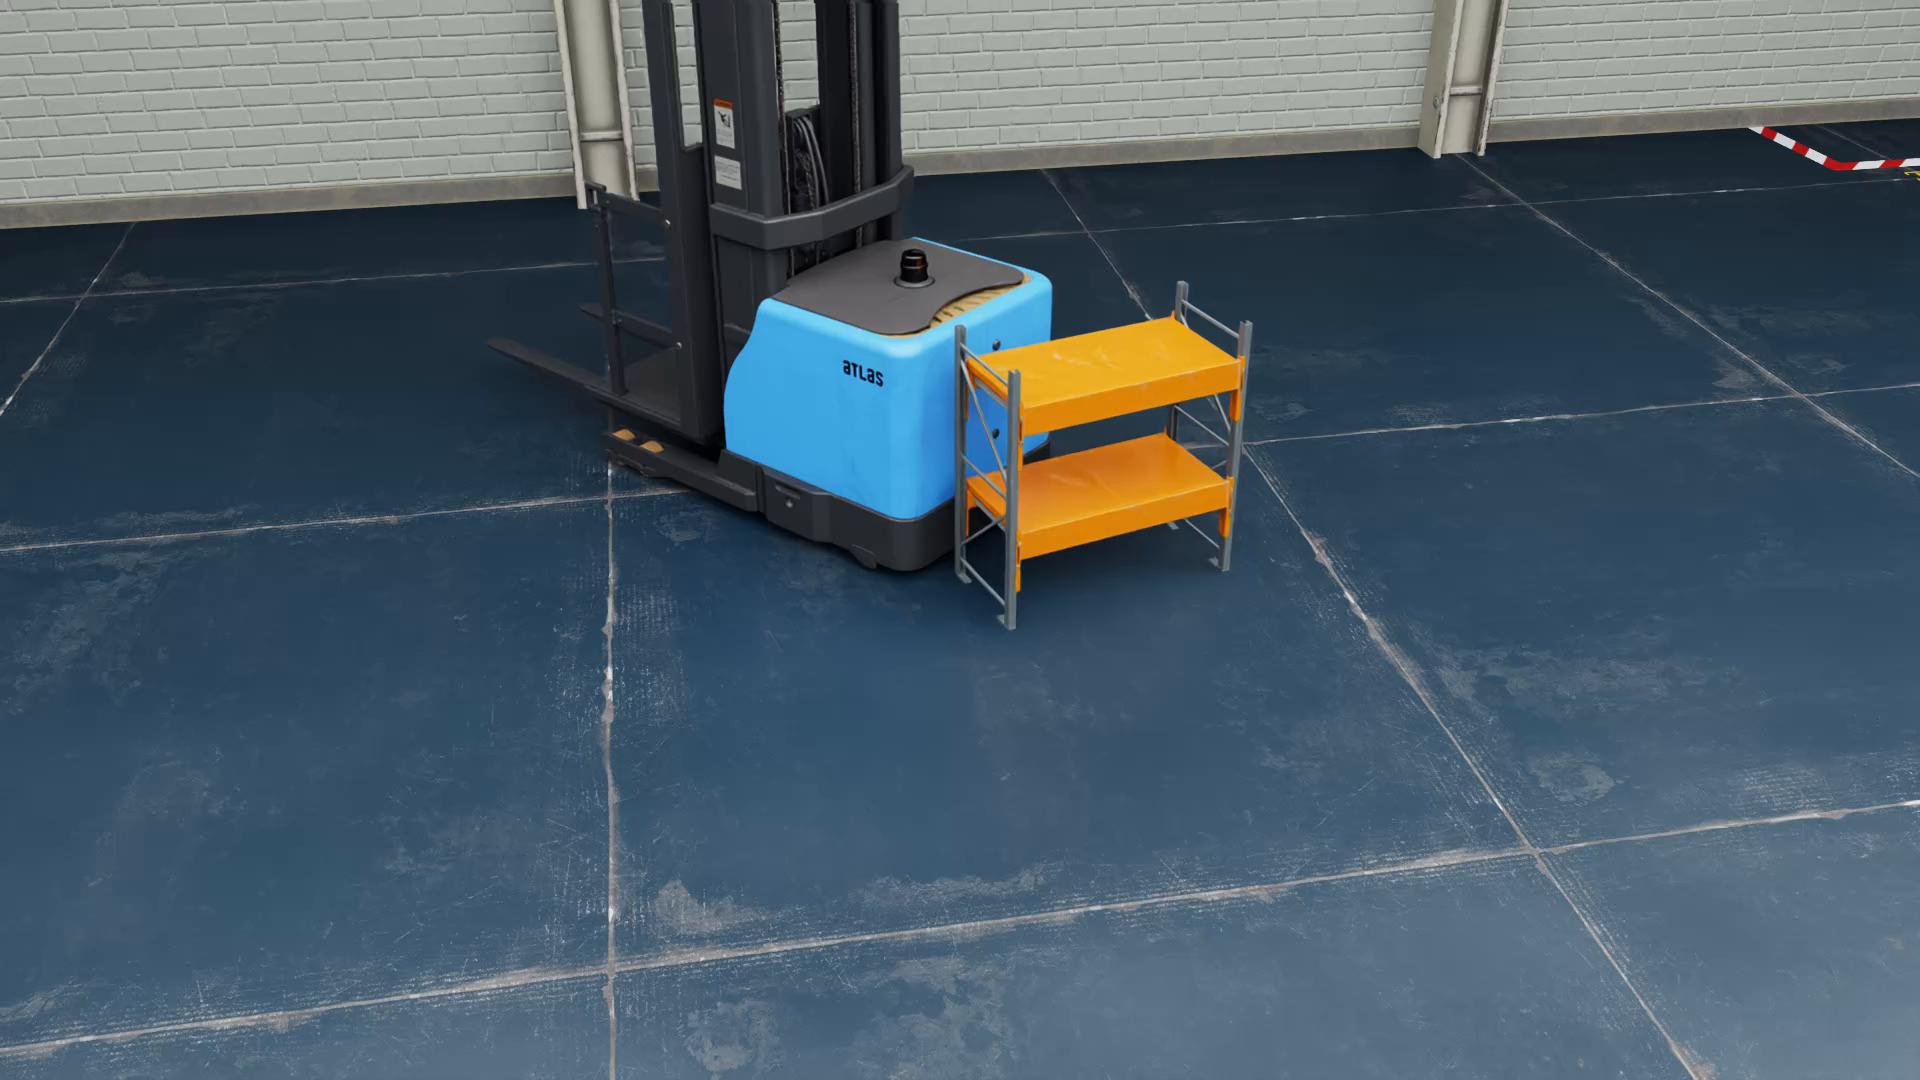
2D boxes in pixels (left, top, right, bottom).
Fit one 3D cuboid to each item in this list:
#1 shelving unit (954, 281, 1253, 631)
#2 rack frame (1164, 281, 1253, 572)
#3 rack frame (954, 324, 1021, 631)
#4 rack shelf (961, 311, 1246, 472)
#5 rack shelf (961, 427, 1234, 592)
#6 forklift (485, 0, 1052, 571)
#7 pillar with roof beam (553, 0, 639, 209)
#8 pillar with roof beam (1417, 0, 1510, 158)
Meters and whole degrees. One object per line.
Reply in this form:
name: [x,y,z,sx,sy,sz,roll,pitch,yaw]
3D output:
shelving unit: [0.557,-0.352,6.739,1.048,1.125,0.538,-14,33,-22]
rack frame: [1.014,-0.465,6.931,0.032,1.125,0.500,-14,33,-22]
rack frame: [0.100,-0.239,6.547,0.032,1.125,0.500,-14,33,-22]
rack shelf: [0.557,-0.604,6.591,1.000,0.278,0.538,-14,33,-22]
rack shelf: [0.557,-0.141,6.863,1.000,0.278,0.538,-14,33,-22]
forklift: [-1.057,-1.740,7.317,3.031,2.935,1.130,22,37,33]
pillar with roof beam: [-1.574,-4.011,5.193,0.400,9.000,9.100,-5,31,-9]
pillar with roof beam: [4.328,-4.559,6.125,0.400,9.000,9.100,-5,31,-9]
